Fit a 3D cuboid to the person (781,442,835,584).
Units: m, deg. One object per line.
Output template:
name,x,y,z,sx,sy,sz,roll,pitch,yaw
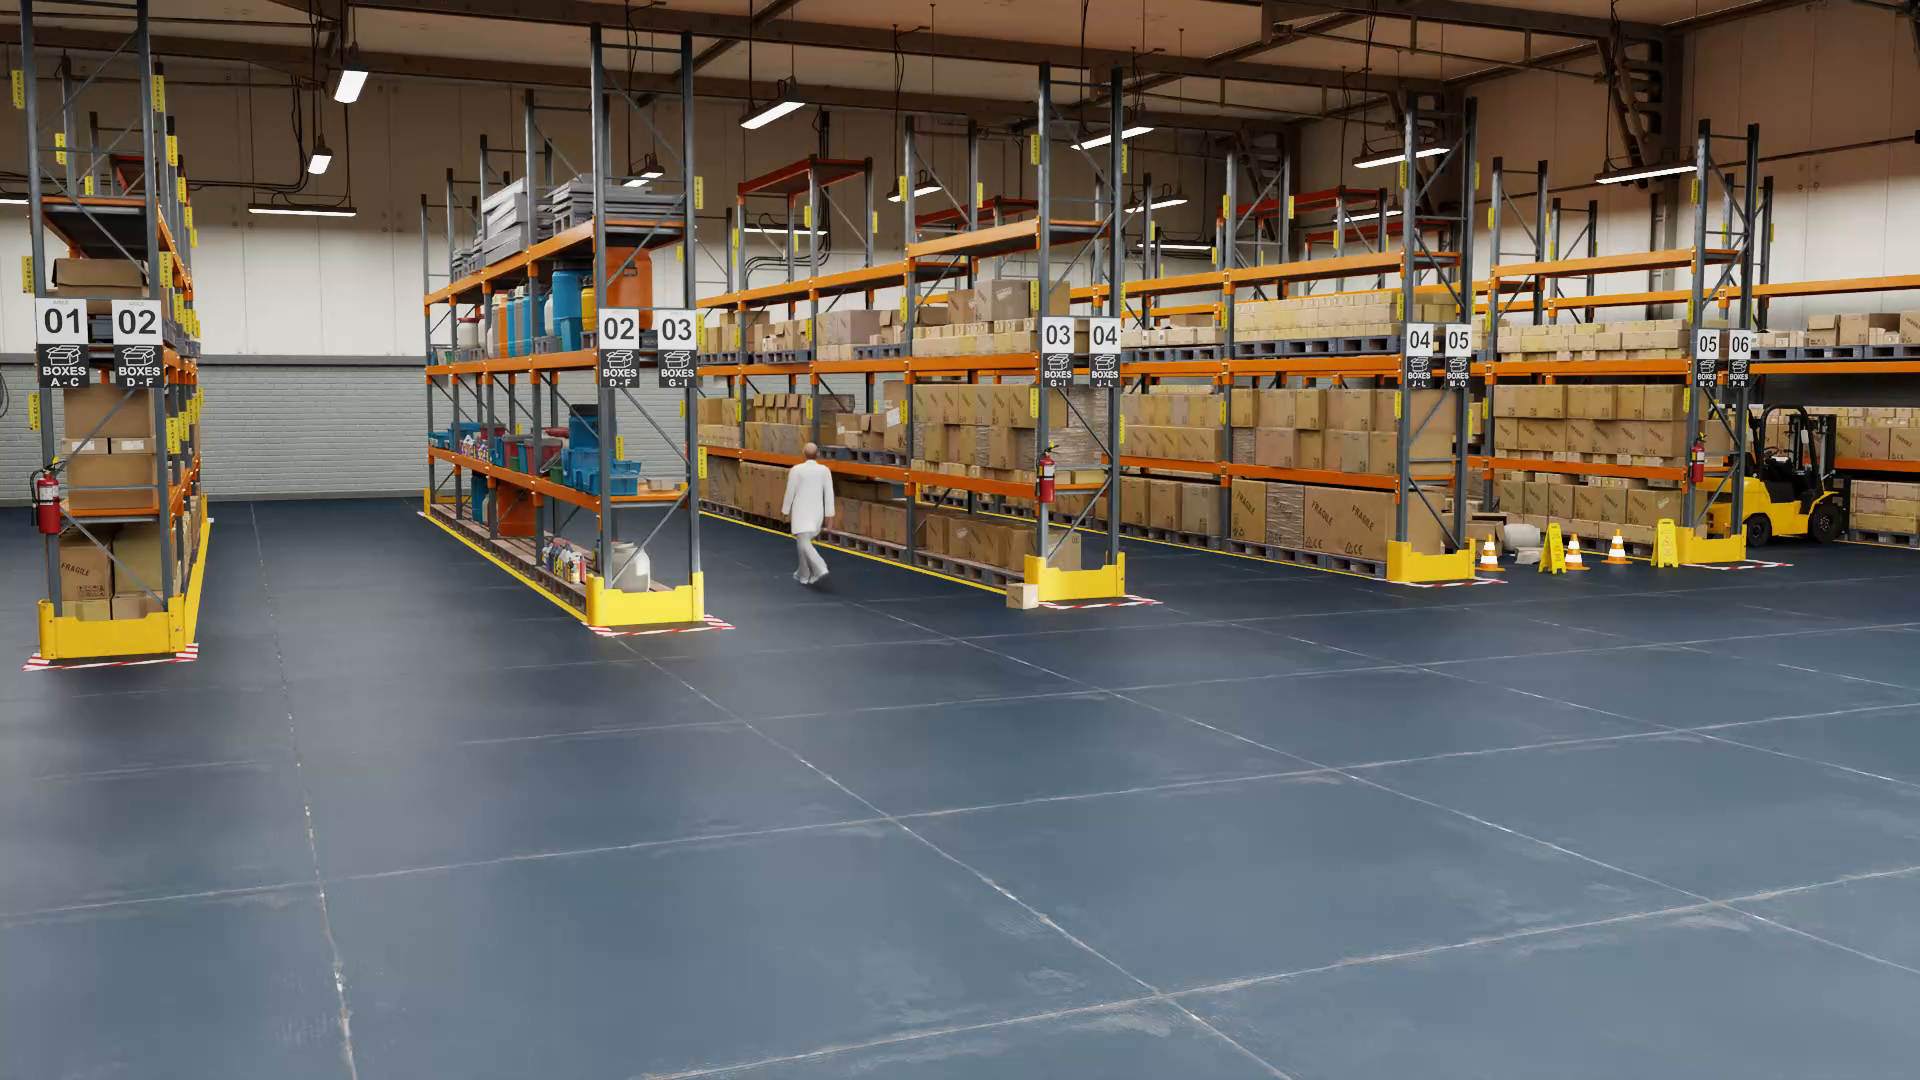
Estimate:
person,-1.824,-0.309,20.065,0.568,1.734,1.113,-4,6,-35
